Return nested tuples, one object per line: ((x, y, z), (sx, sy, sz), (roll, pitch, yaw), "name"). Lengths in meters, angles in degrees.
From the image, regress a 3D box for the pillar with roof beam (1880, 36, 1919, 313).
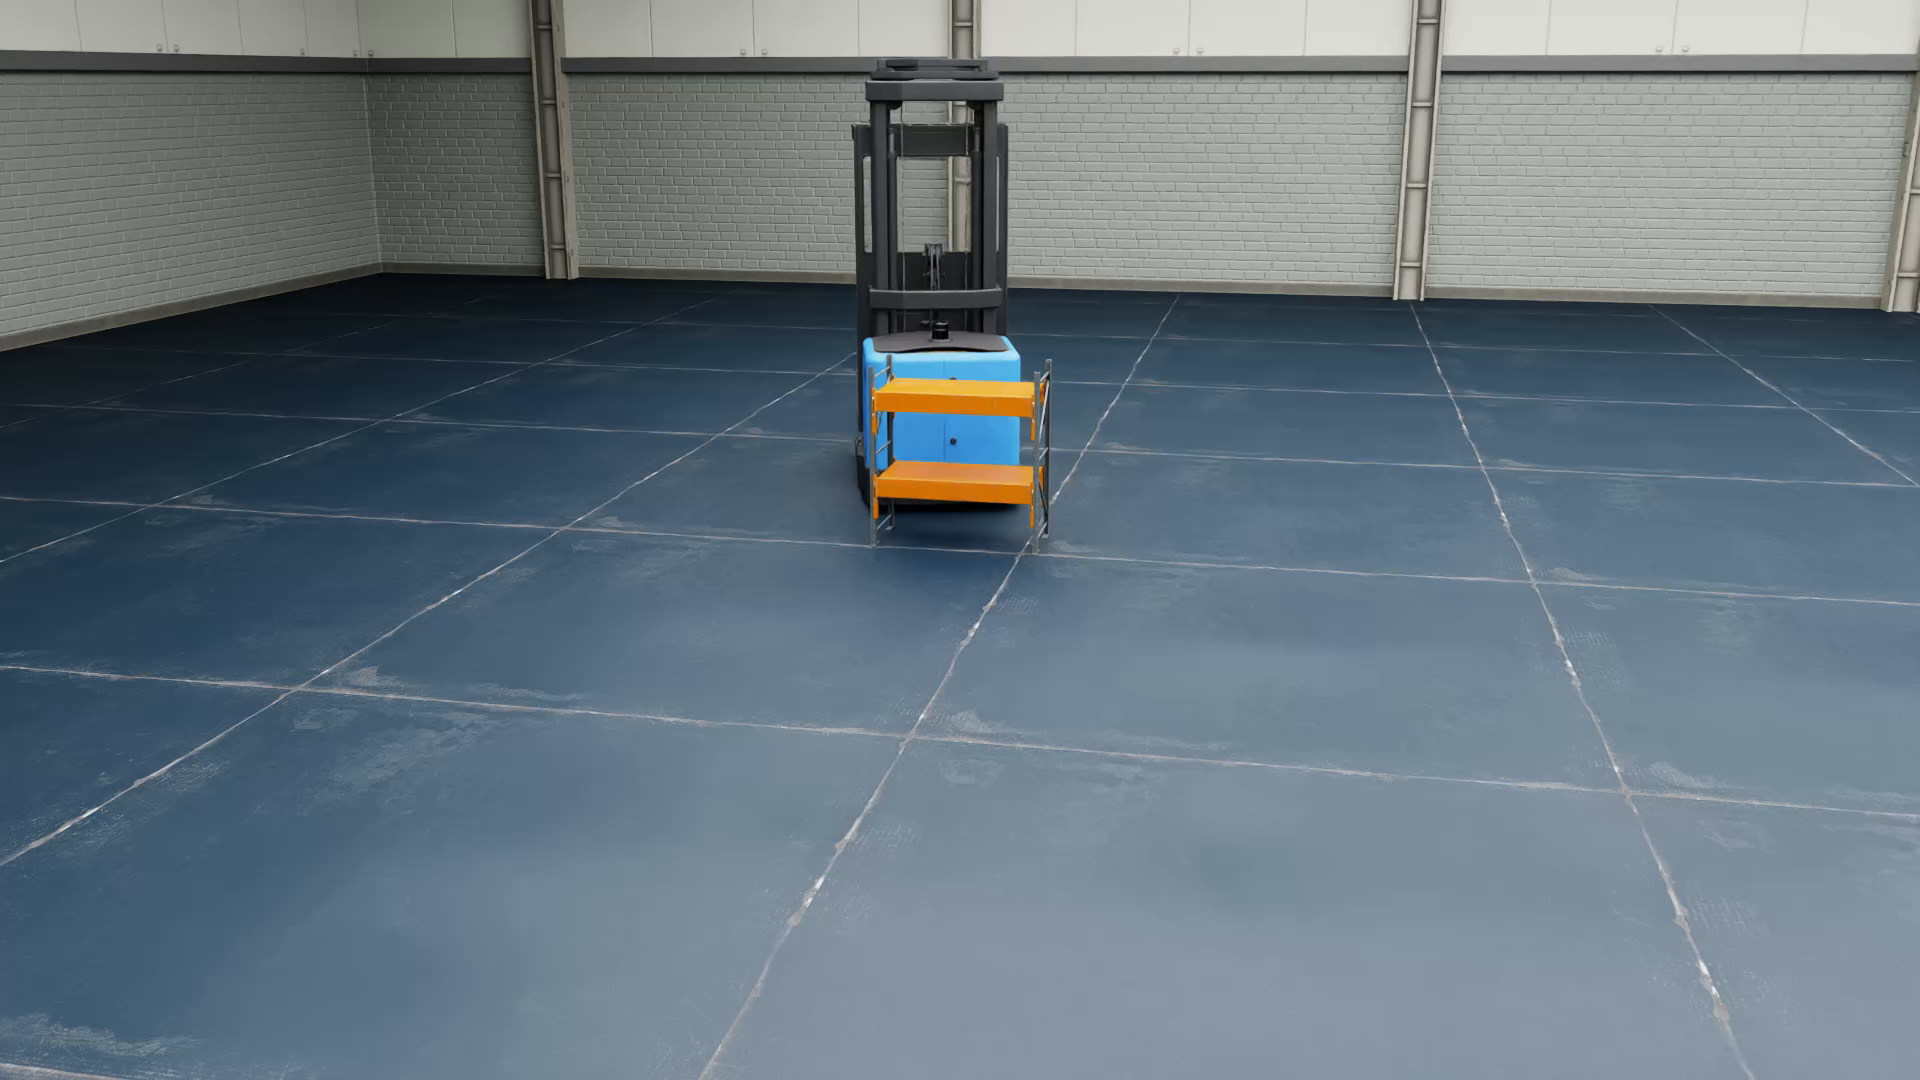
((10.962, -6.094, 15.636), (0.400, 9.000, 9.100), (3, 16, 11), "pillar with roof beam")

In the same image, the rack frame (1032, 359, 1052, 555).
((0.505, -0.515, 10.243), (0.032, 1.125, 0.500), (3, 16, 11), "rack frame")

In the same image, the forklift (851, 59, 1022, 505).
((-0.224, -1.985, 12.167), (1.130, 2.935, 3.031), (-1, 16, -5), "forklift")

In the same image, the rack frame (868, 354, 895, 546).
((-0.492, -0.569, 10.438), (0.032, 1.125, 0.500), (3, 16, 11), "rack frame")

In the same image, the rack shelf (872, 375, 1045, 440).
((0.007, -0.824, 10.262), (1.000, 0.278, 0.538), (3, 16, 11), "rack shelf")

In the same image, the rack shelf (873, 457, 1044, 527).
((0.007, -0.306, 10.406), (1.000, 0.278, 0.538), (3, 16, 11), "rack shelf")

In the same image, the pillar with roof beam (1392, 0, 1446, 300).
((5.083, -6.413, 16.788), (0.400, 9.000, 9.100), (3, 16, 11), "pillar with roof beam")

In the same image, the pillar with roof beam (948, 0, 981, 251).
((-0.797, -6.733, 17.940), (0.400, 9.000, 9.100), (3, 16, 11), "pillar with roof beam")

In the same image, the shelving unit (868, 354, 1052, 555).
((0.007, -0.542, 10.341), (1.048, 1.125, 0.538), (3, 16, 11), "shelving unit")

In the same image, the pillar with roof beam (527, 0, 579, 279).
((-6.677, -7.052, 19.093), (0.400, 9.000, 9.100), (3, 16, 11), "pillar with roof beam")
